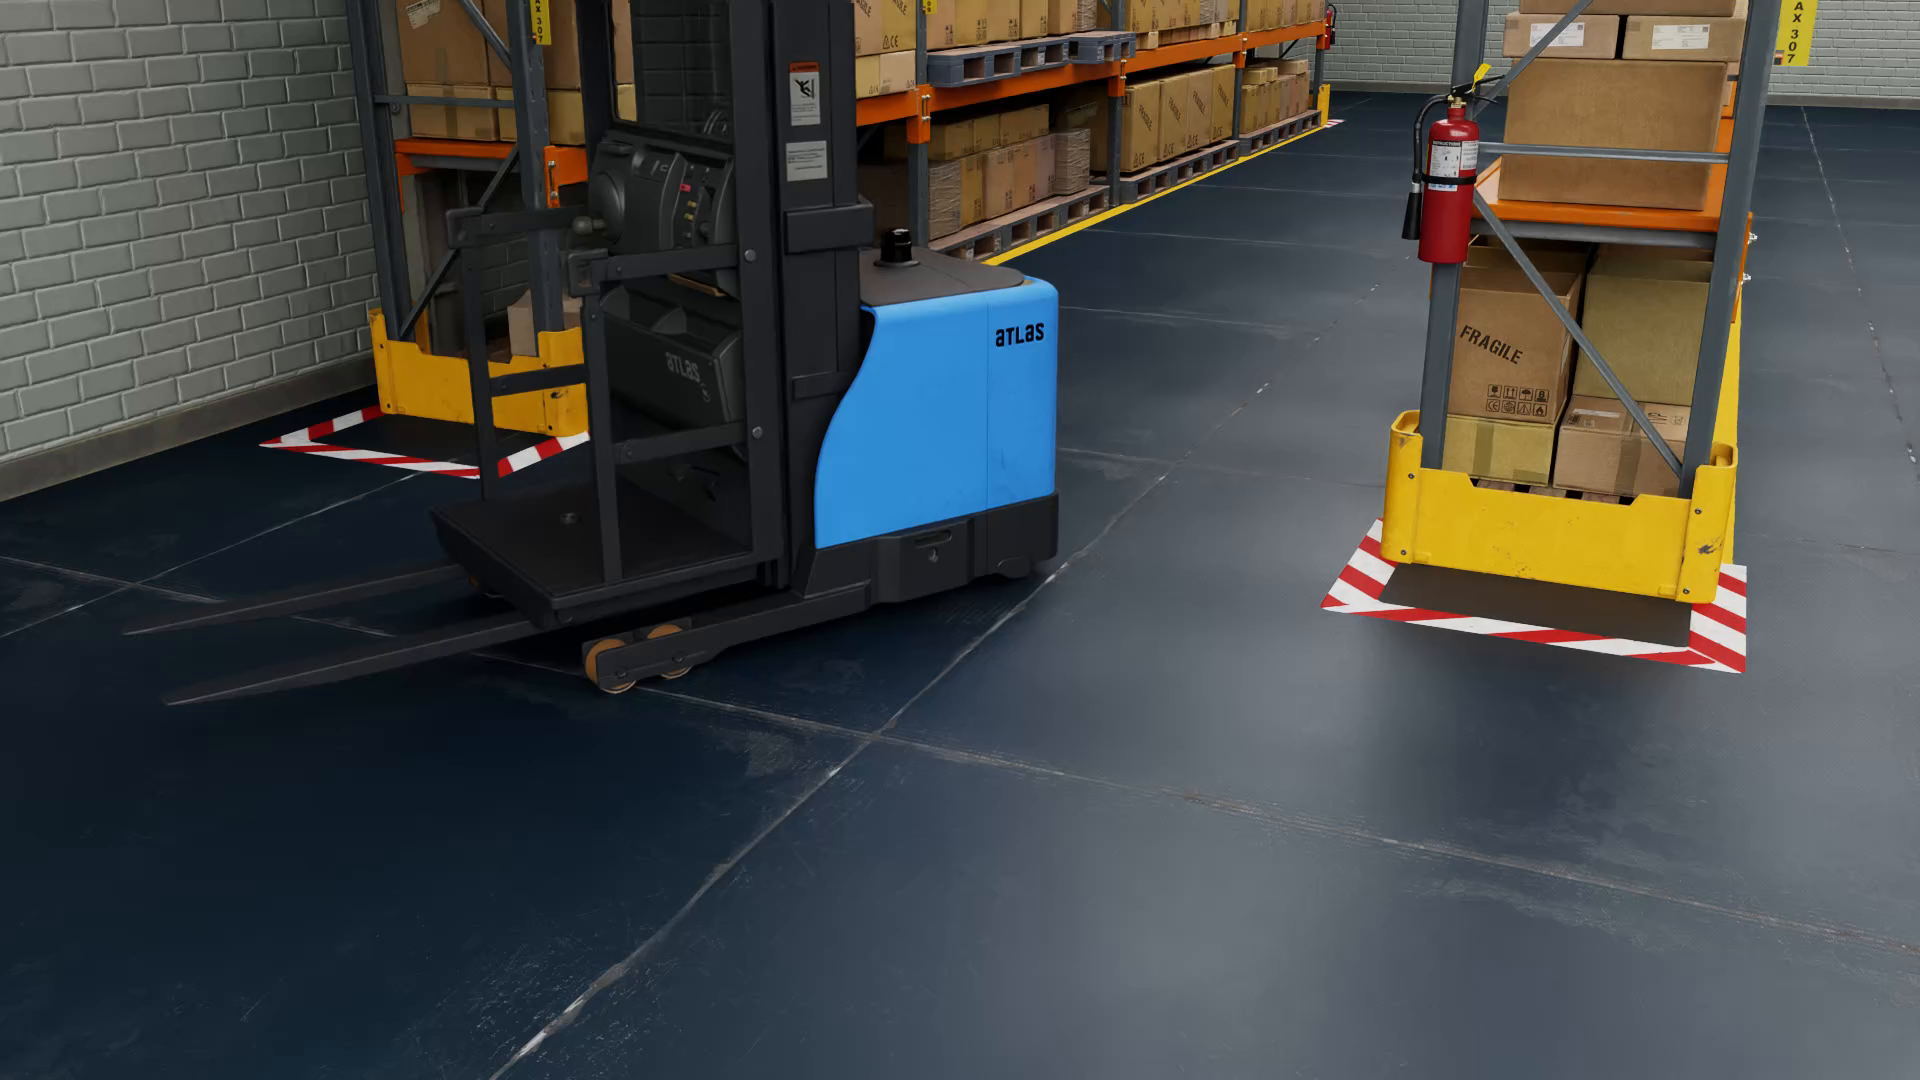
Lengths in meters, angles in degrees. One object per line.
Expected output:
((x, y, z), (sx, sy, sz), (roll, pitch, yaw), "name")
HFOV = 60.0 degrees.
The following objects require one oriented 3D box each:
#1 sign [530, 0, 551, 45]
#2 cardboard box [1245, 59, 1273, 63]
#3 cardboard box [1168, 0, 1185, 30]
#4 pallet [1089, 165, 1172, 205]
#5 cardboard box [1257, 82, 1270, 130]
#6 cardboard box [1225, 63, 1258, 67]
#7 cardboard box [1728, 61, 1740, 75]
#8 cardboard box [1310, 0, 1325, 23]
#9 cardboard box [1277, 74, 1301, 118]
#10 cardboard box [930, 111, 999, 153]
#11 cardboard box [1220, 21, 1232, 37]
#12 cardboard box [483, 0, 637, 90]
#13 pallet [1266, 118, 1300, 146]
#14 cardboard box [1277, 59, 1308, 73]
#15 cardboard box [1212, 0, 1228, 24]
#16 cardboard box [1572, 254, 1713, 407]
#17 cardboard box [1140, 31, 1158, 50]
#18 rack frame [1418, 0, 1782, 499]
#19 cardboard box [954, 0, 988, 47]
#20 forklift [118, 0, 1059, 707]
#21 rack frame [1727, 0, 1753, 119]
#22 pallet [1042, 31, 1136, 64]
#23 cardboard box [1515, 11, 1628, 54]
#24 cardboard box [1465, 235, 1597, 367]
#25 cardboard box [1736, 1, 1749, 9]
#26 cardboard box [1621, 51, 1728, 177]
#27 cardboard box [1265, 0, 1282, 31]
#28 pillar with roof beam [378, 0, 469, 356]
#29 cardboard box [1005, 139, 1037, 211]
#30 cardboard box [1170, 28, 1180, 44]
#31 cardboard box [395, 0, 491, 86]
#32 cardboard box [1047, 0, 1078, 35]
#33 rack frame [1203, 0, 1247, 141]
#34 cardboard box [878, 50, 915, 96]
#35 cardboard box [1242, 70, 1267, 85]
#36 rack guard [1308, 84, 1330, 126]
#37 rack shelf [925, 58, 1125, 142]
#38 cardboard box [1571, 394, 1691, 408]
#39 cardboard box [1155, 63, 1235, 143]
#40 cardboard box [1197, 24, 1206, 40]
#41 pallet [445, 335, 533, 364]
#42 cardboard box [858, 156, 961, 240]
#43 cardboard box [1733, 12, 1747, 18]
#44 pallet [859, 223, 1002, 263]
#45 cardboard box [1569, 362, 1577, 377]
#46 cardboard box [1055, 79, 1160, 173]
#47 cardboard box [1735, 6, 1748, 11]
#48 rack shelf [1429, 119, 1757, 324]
((-1.840, -2.334, 7.263), (0.100, 0.325, 0.005), (9, 21, 23), "sign")
((3.683, -5.900, 20.719), (0.380, 0.149, 0.250), (9, 21, 23), "cardboard box")
((1.800, -5.066, 15.615), (0.500, 0.500, 0.500), (8, 21, 22), "cardboard box")
((1.332, -3.363, 15.609), (1.003, 0.211, 1.213), (9, 21, 23), "pallet")
((3.187, -5.057, 19.314), (0.700, 0.500, 0.500), (8, 21, 22), "cardboard box")
((3.372, -5.667, 20.064), (0.380, 0.149, 0.250), (9, 21, 23), "cardboard box")
((5.345, -3.336, 11.748), (0.380, 0.149, 0.250), (9, 21, 23), "cardboard box")
((4.017, -6.876, 20.878), (0.980, 0.700, 0.700), (10, 22, 25), "cardboard box")
((3.816, -5.531, 20.648), (0.700, 0.500, 0.500), (8, 21, 23), "cardboard box")
((-0.024, -3.128, 12.742), (0.500, 0.250, 0.500), (8, 21, 21), "cardboard box")
((2.617, -5.337, 17.345), (0.380, 0.149, 0.250), (9, 21, 24), "cardboard box")
((-1.866, -2.397, 7.808), (0.500, 0.500, 0.500), (9, 21, 23), "cardboard box")
((3.459, -4.951, 20.075), (1.003, 0.211, 1.213), (9, 21, 23), "pallet")
((4.135, -5.925, 20.789), (0.380, 0.149, 0.250), (8, 21, 22), "cardboard box")
((2.420, -5.532, 16.926), (0.500, 0.500, 0.500), (9, 21, 23), "cardboard box")
((2.811, -0.864, 6.779), (0.500, 0.500, 0.500), (9, 21, 23), "cardboard box")
((1.584, -4.551, 15.135), (0.380, 0.149, 0.250), (9, 22, 24), "cardboard box")
((2.185, -1.322, 5.709), (1.000, 3.000, 0.127), (9, 21, 23), "rack frame")
((-0.223, -3.798, 11.867), (0.700, 0.500, 0.500), (11, 22, 28), "cardboard box")
((-1.134, -1.107, 5.208), (3.031, 2.935, 1.130), (-14, 24, -33), "forklift")
((3.823, -2.545, 9.147), (1.000, 3.000, 0.127), (9, 21, 23), "rack frame")
((0.746, -4.123, 13.872), (1.213, 0.211, 1.003), (9, 21, 23), "pallet")
((2.274, -1.898, 6.211), (0.380, 0.149, 0.250), (9, 22, 24), "cardboard box")
((2.530, -1.090, 7.415), (0.500, 0.500, 0.500), (9, 21, 23), "cardboard box")
((3.280, -2.315, 7.385), (0.380, 0.149, 0.250), (9, 22, 24), "cardboard box")
((2.599, -1.671, 6.542), (0.700, 0.500, 0.500), (9, 22, 24), "cardboard box")
((3.119, -6.196, 18.967), (0.980, 0.700, 0.700), (8, 21, 21), "cardboard box")
((1.090, -4.569, 5.886), (9.100, 9.000, 0.400), (9, 21, 23), "pillar with roof beam")
((0.199, -2.951, 13.364), (0.700, 0.500, 0.500), (8, 21, 22), "cardboard box")
((1.905, -4.876, 16.049), (0.380, 0.149, 0.250), (9, 21, 23), "cardboard box")
((-2.336, -2.466, 8.000), (0.500, 0.500, 0.500), (8, 21, 22), "cardboard box")
((0.553, -4.381, 13.504), (0.700, 0.500, 0.500), (6, 21, 18), "cardboard box")
((2.578, -5.669, 17.932), (1.000, 3.000, 0.127), (9, 21, 23), "rack frame")
((-0.615, -2.976, 10.553), (0.500, 0.250, 0.500), (9, 21, 23), "cardboard box")
((3.285, -5.289, 18.999), (0.380, 0.149, 0.250), (9, 22, 25), "cardboard box")
((4.226, -5.721, 21.810), (1.175, 0.500, 0.348), (9, 21, 23), "rack guard")
((0.121, -3.496, 12.895), (1.077, 0.370, 4.000), (9, 21, 23), "rack shelf")
((2.809, -0.511, 6.906), (0.500, 0.250, 0.500), (9, 21, 23), "cardboard box")
((2.431, -4.637, 17.613), (0.750, 0.750, 0.750), (9, 21, 23), "cardboard box")
((2.254, -5.110, 16.705), (0.380, 0.149, 0.250), (9, 21, 23), "cardboard box")
((-1.939, -0.953, 8.834), (1.003, 0.211, 1.213), (9, 21, 23), "pallet")
((-0.411, -2.480, 12.040), (0.700, 0.500, 0.500), (9, 22, 25), "cardboard box")
((2.648, -1.846, 6.066), (0.380, 0.149, 0.250), (8, 21, 21), "cardboard box")
((-0.380, -2.148, 12.192), (1.003, 0.211, 1.213), (9, 21, 23), "pallet")
((2.532, -0.736, 7.539), (0.500, 0.250, 0.500), (9, 21, 23), "cardboard box")
((1.361, -3.838, 15.365), (0.750, 0.750, 0.750), (8, 21, 22), "cardboard box")
((2.964, -2.081, 6.726), (0.380, 0.149, 0.250), (8, 21, 21), "cardboard box")
((3.004, -1.594, 7.549), (1.077, 0.370, 4.000), (9, 21, 23), "rack shelf")
